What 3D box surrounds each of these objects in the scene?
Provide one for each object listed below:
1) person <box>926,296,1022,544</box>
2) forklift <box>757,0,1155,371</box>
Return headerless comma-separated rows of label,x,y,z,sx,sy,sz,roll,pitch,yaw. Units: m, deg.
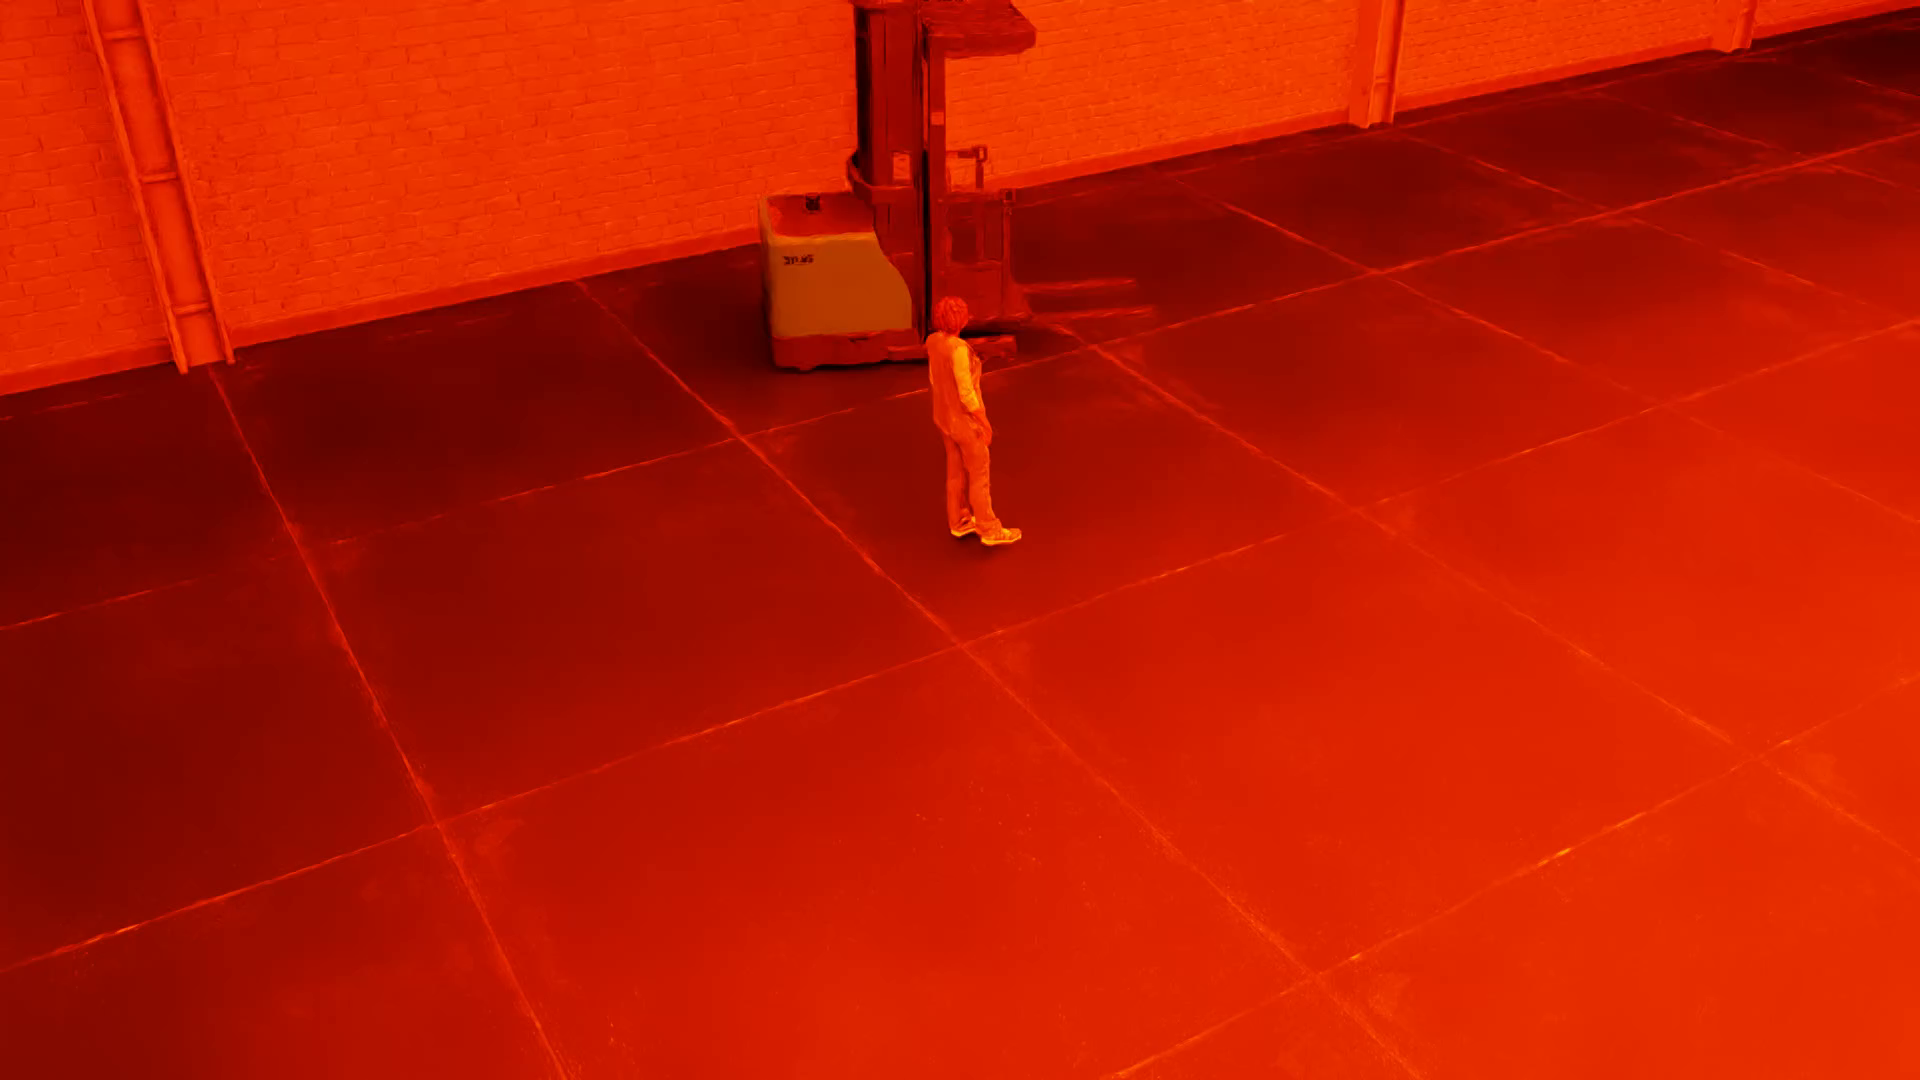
person,0.070,-0.738,10.088,0.476,1.596,0.521,-17,35,-26
forklift,-0.012,-2.901,12.491,3.031,2.935,1.130,-6,31,-9
